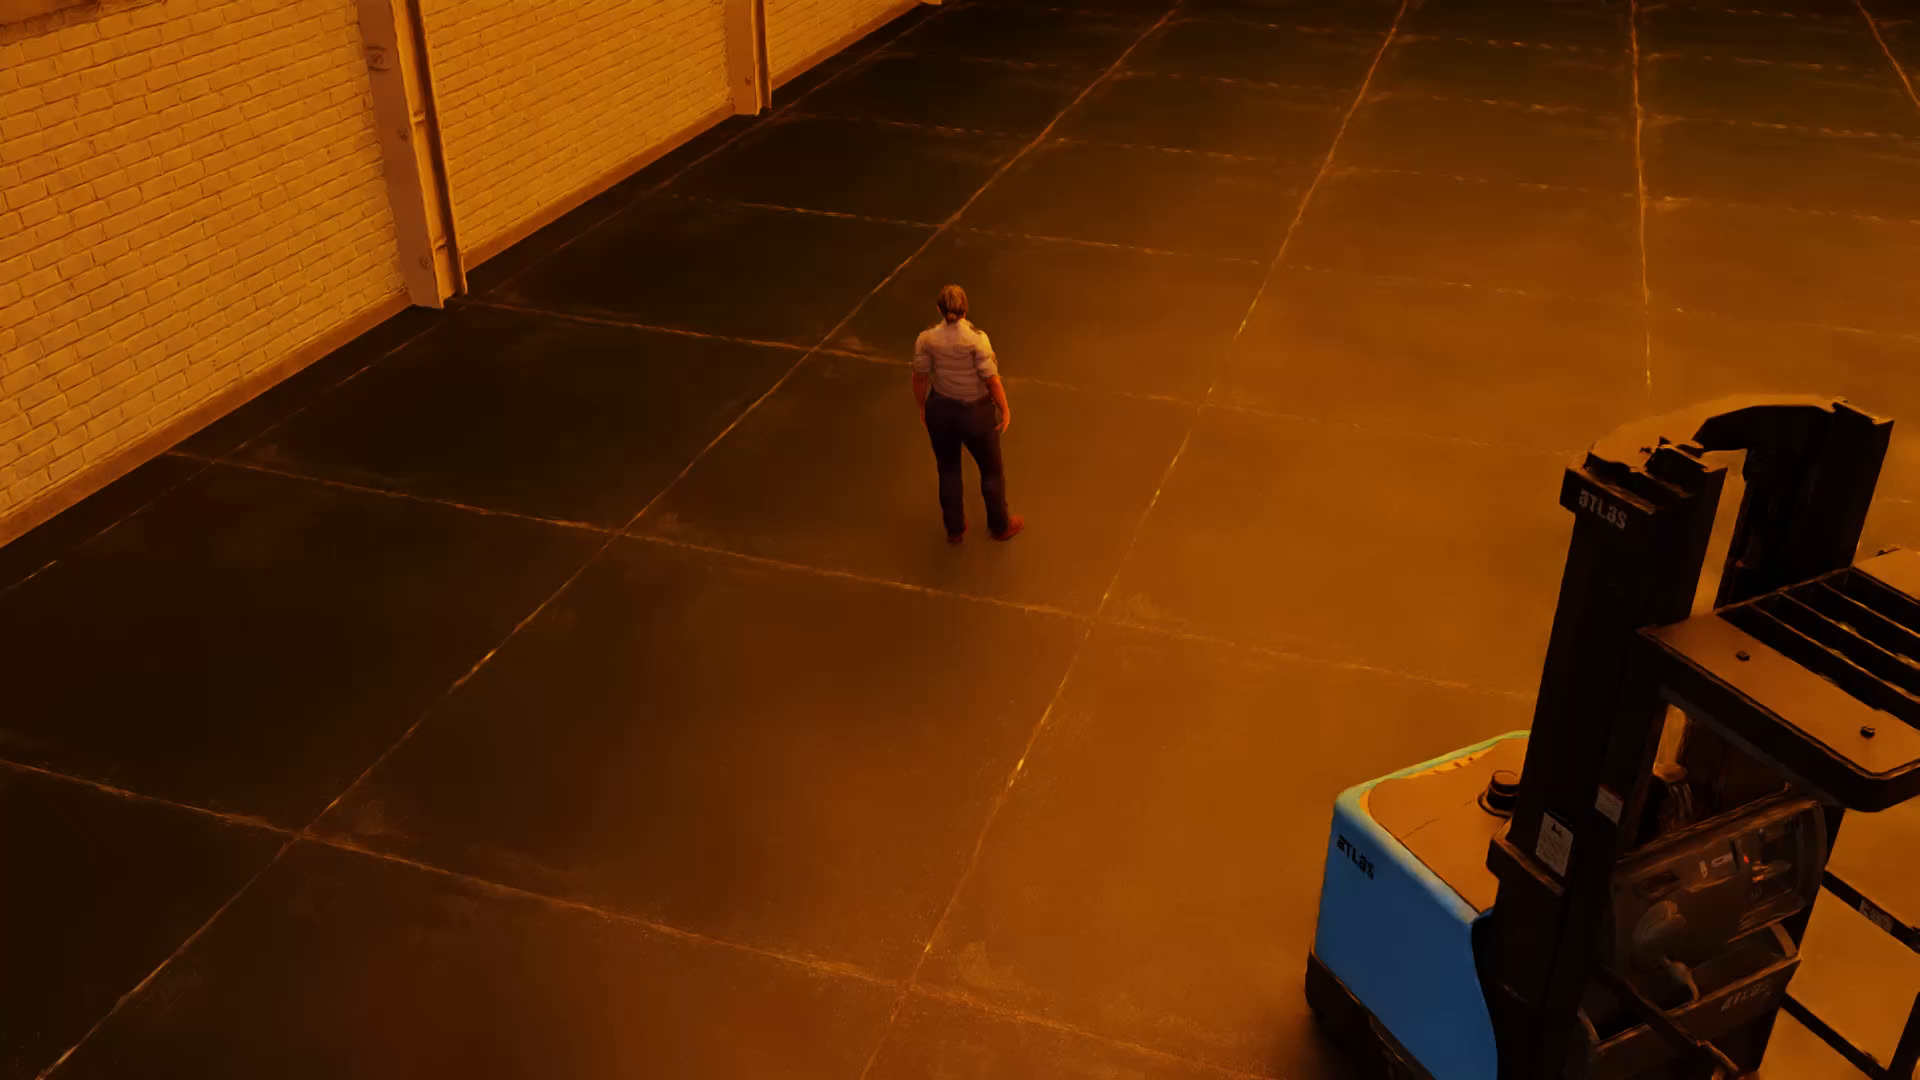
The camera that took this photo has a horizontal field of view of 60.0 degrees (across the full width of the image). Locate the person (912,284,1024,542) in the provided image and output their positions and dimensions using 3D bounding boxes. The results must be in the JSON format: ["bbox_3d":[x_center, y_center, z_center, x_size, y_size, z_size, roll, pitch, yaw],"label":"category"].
[{"bbox_3d":[0.051,-0.760,9.752,0.599,1.650,0.502,10,31,16],"label":"person"}]

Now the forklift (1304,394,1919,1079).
[{"bbox_3d":[2.502,1.156,5.108,1.130,2.935,3.031,-14,32,-23],"label":"forklift"}]
